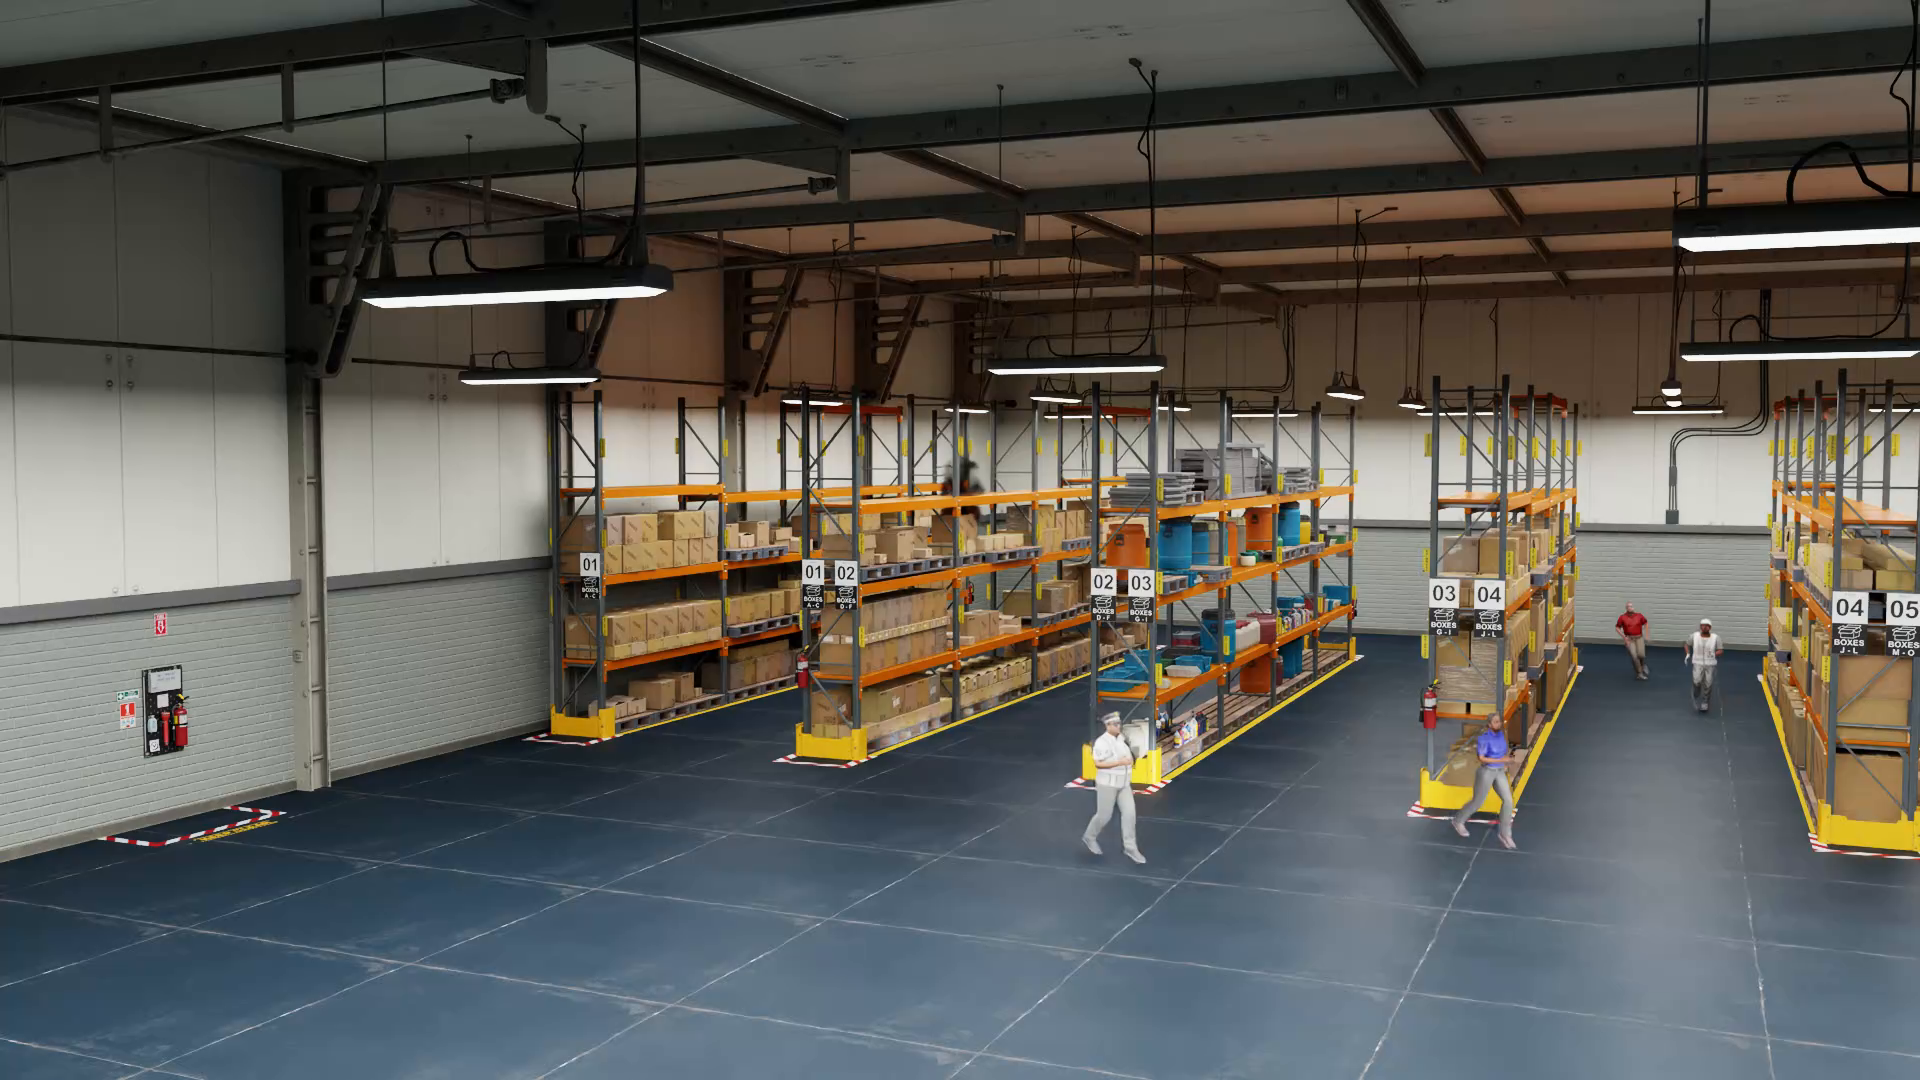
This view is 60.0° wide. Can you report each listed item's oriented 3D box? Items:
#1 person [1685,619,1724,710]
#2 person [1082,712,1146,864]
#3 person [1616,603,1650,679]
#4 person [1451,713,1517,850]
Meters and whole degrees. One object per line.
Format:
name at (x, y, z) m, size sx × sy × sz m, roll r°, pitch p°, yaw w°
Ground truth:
person at (14.106, 2.367, 31.533) m, size 0.672 × 1.742 × 0.659 m, roll 1°, pitch 3°, yaw 23°
person at (1.866, 2.972, 20.184) m, size 0.652 × 1.800 × 0.894 m, roll -3°, pitch 4°, yaw -41°
person at (14.585, 2.187, 36.028) m, size 0.701 × 1.651 × 0.536 m, roll 1°, pitch 3°, yaw 16°
person at (6.686, 3.019, 21.058) m, size 0.586 × 1.704 × 0.895 m, roll -2°, pitch 4°, yaw -29°
